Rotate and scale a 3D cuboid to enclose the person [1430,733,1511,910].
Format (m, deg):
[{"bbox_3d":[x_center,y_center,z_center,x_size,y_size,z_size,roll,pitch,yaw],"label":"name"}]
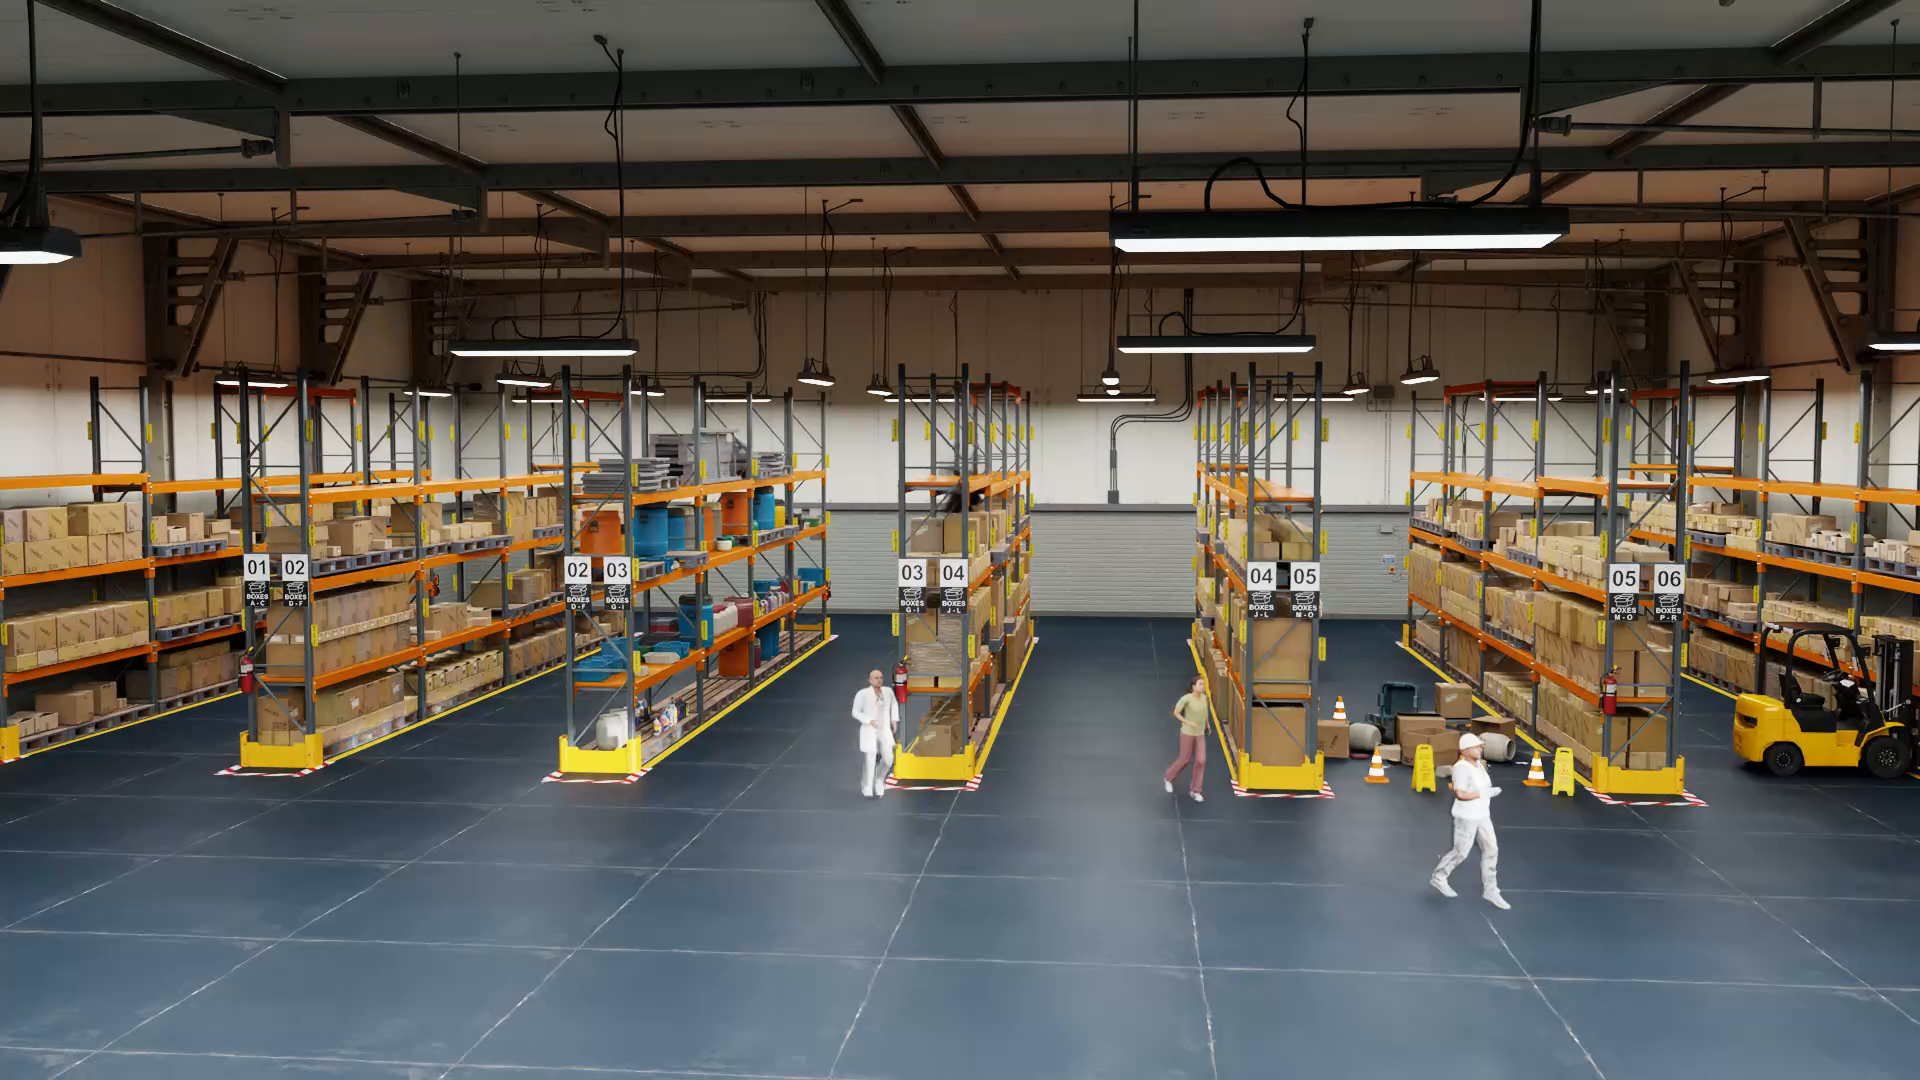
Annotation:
[{"bbox_3d":[5.415,2.959,17.614,0.824,1.823,0.662,4,5,44],"label":"person"}]

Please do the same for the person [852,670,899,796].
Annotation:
[{"bbox_3d":[-1.126,2.666,22.846,0.746,1.766,0.654,-2,4,-25],"label":"person"}]

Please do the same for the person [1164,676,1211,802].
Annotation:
[{"bbox_3d":[3.220,2.713,22.953,0.637,1.701,0.781,-2,4,-30],"label":"person"}]

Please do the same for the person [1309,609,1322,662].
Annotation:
[{"bbox_3d":[7.599,1.840,36.402,0.611,1.649,0.569,0,4,-7],"label":"person"}]
